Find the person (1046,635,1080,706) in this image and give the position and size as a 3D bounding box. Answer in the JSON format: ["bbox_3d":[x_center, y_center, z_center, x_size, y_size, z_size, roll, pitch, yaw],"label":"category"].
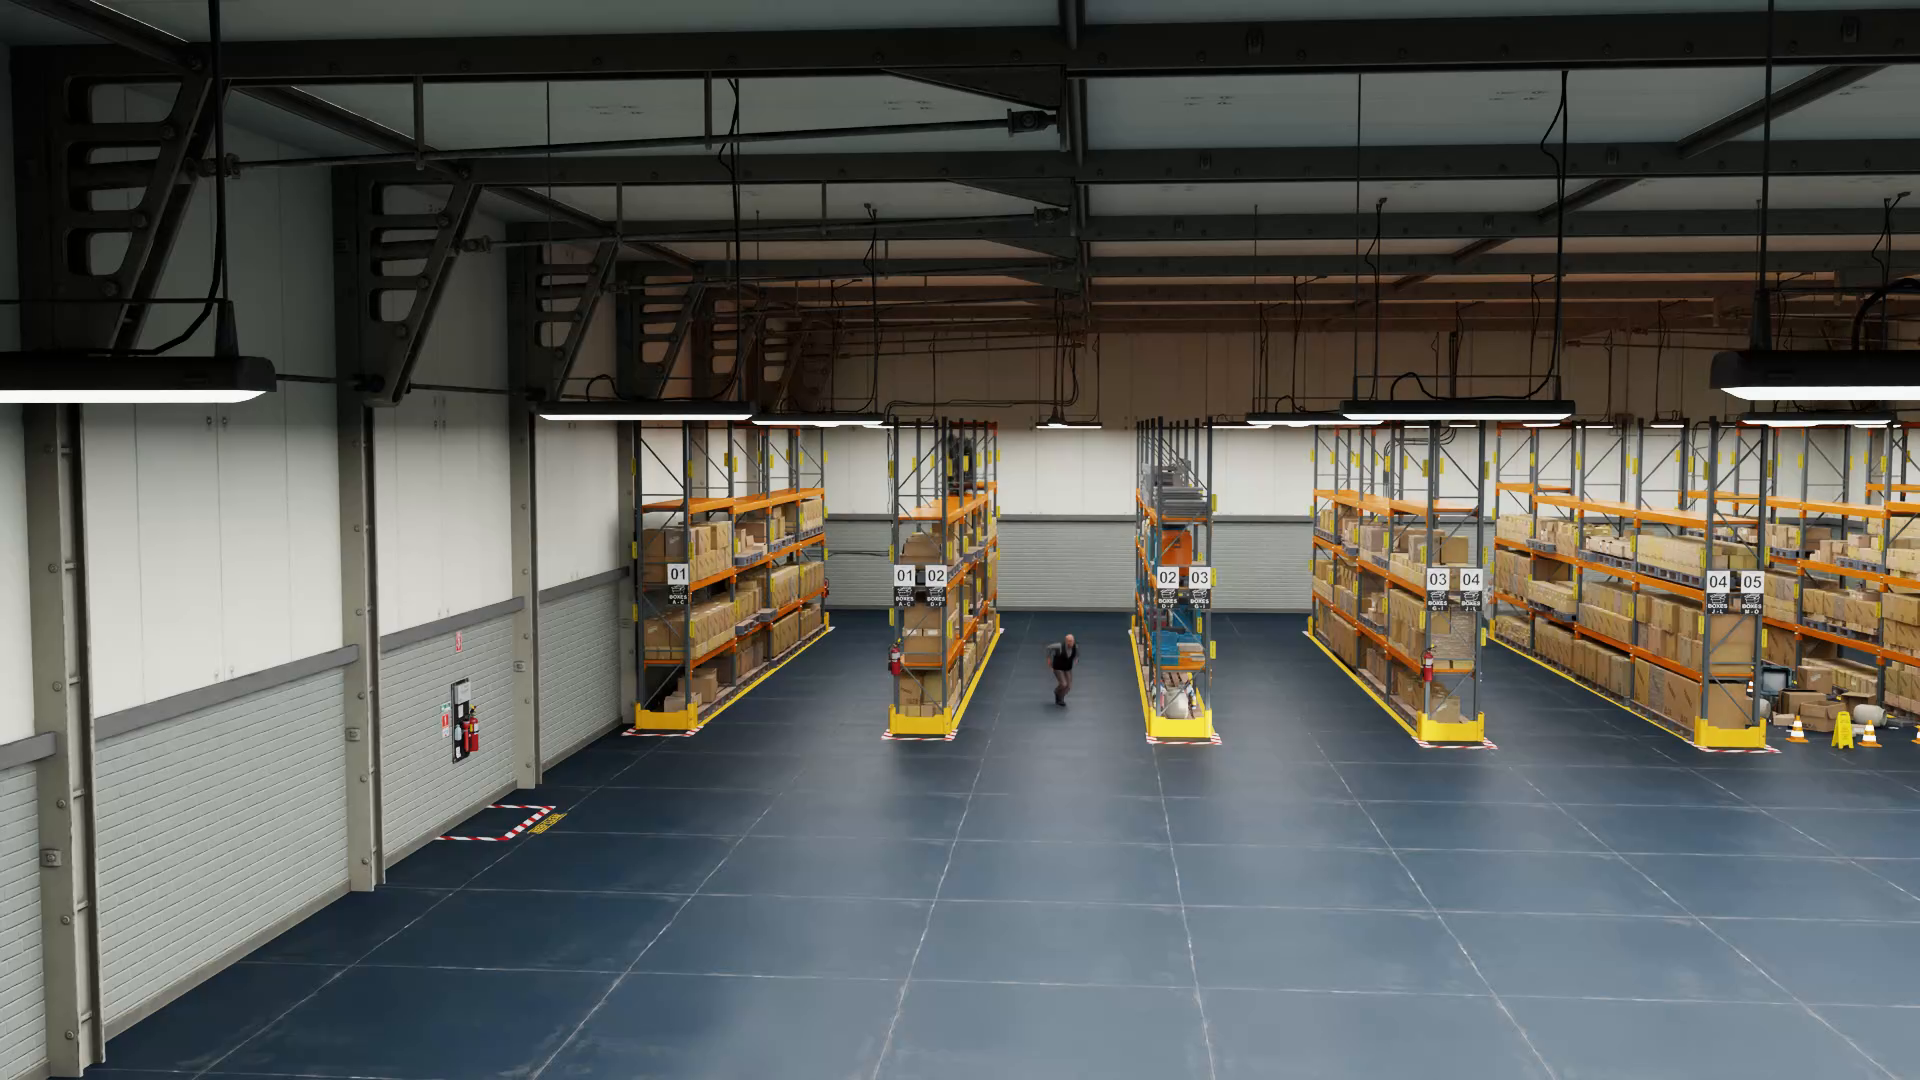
[{"bbox_3d":[2.129,2.704,34.410,0.685,1.544,0.865,-2,4,-22],"label":"person"}]

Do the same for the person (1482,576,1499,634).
[{"bbox_3d":[15.132,1.830,47.181,0.557,1.630,0.618,0,4,0],"label":"person"}]
